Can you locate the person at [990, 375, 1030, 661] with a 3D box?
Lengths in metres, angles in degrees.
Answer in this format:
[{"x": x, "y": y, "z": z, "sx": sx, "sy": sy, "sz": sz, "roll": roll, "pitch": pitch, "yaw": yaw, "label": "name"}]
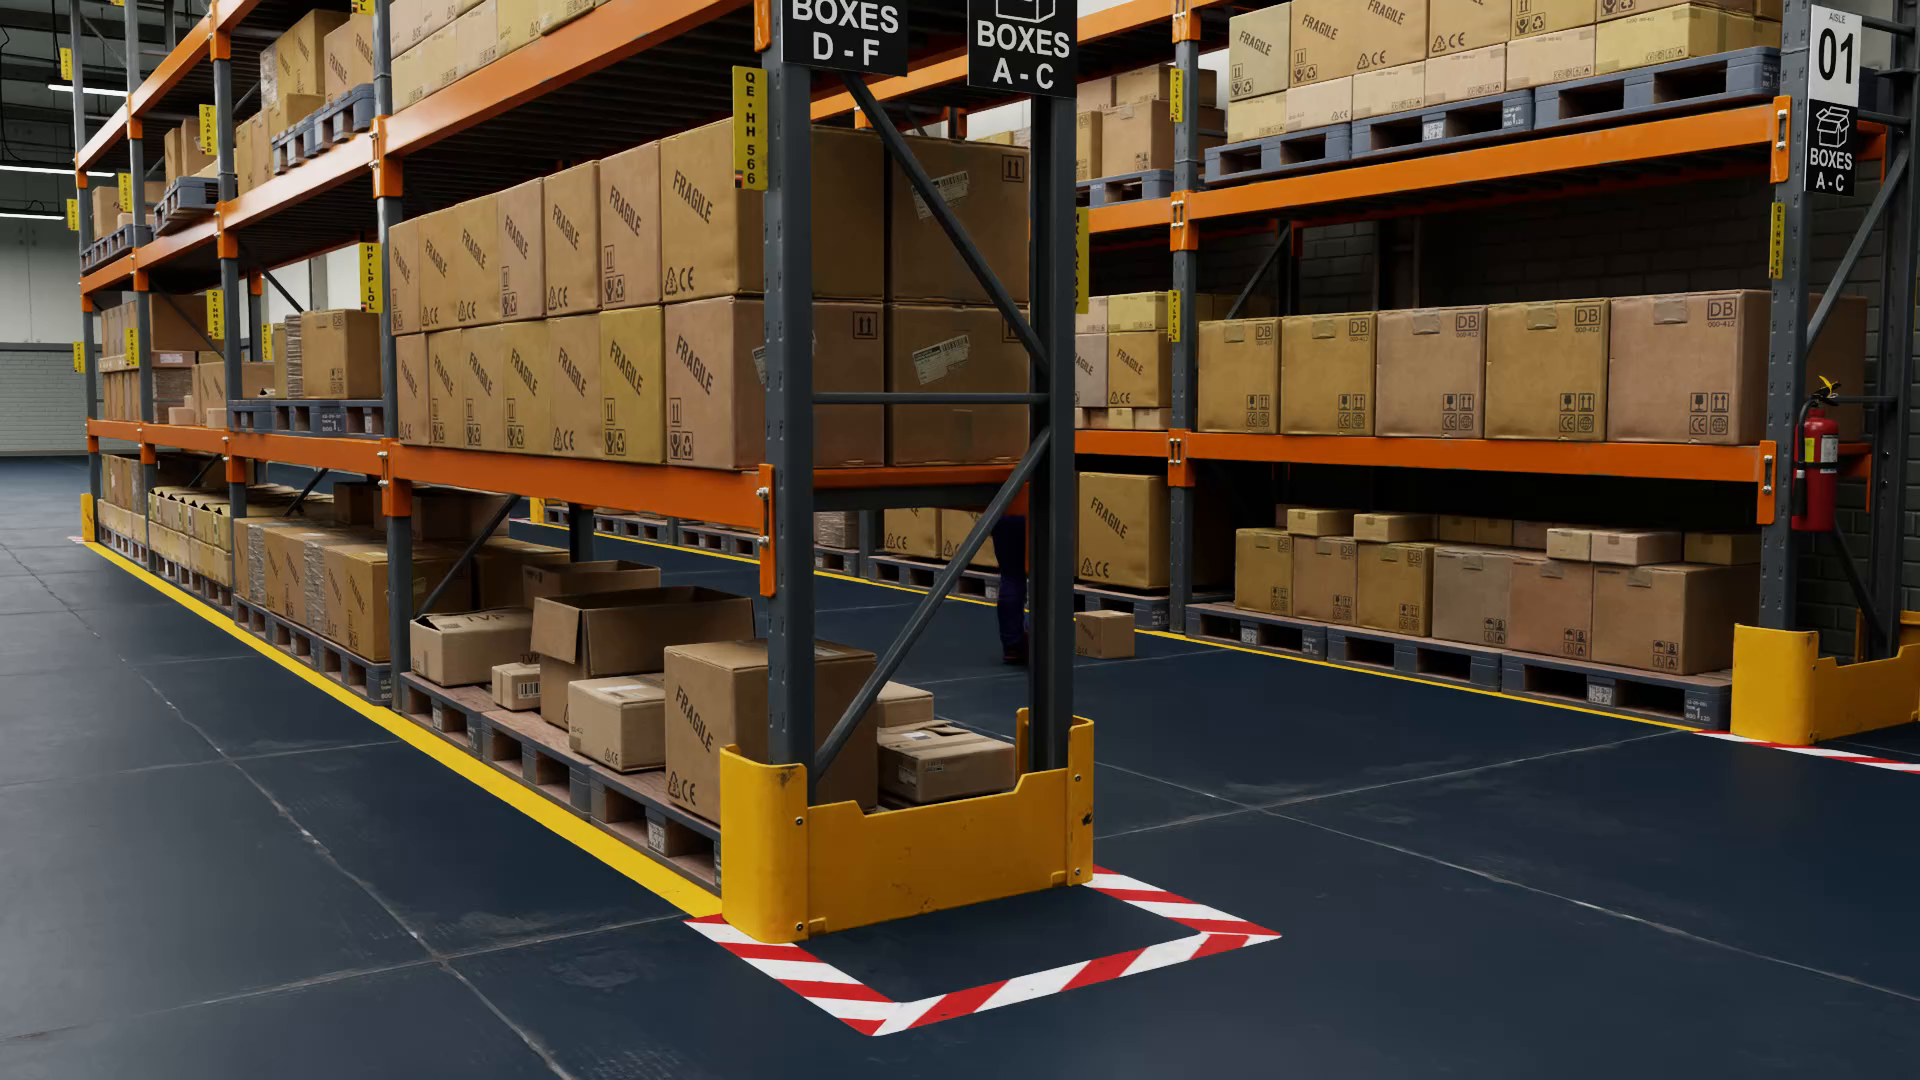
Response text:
[{"x": 0.380, "y": -0.117, "z": 9.443, "sx": 0.504, "sy": 1.641, "sz": 0.497, "roll": 3, "pitch": 6, "yaw": 33, "label": "person"}]
